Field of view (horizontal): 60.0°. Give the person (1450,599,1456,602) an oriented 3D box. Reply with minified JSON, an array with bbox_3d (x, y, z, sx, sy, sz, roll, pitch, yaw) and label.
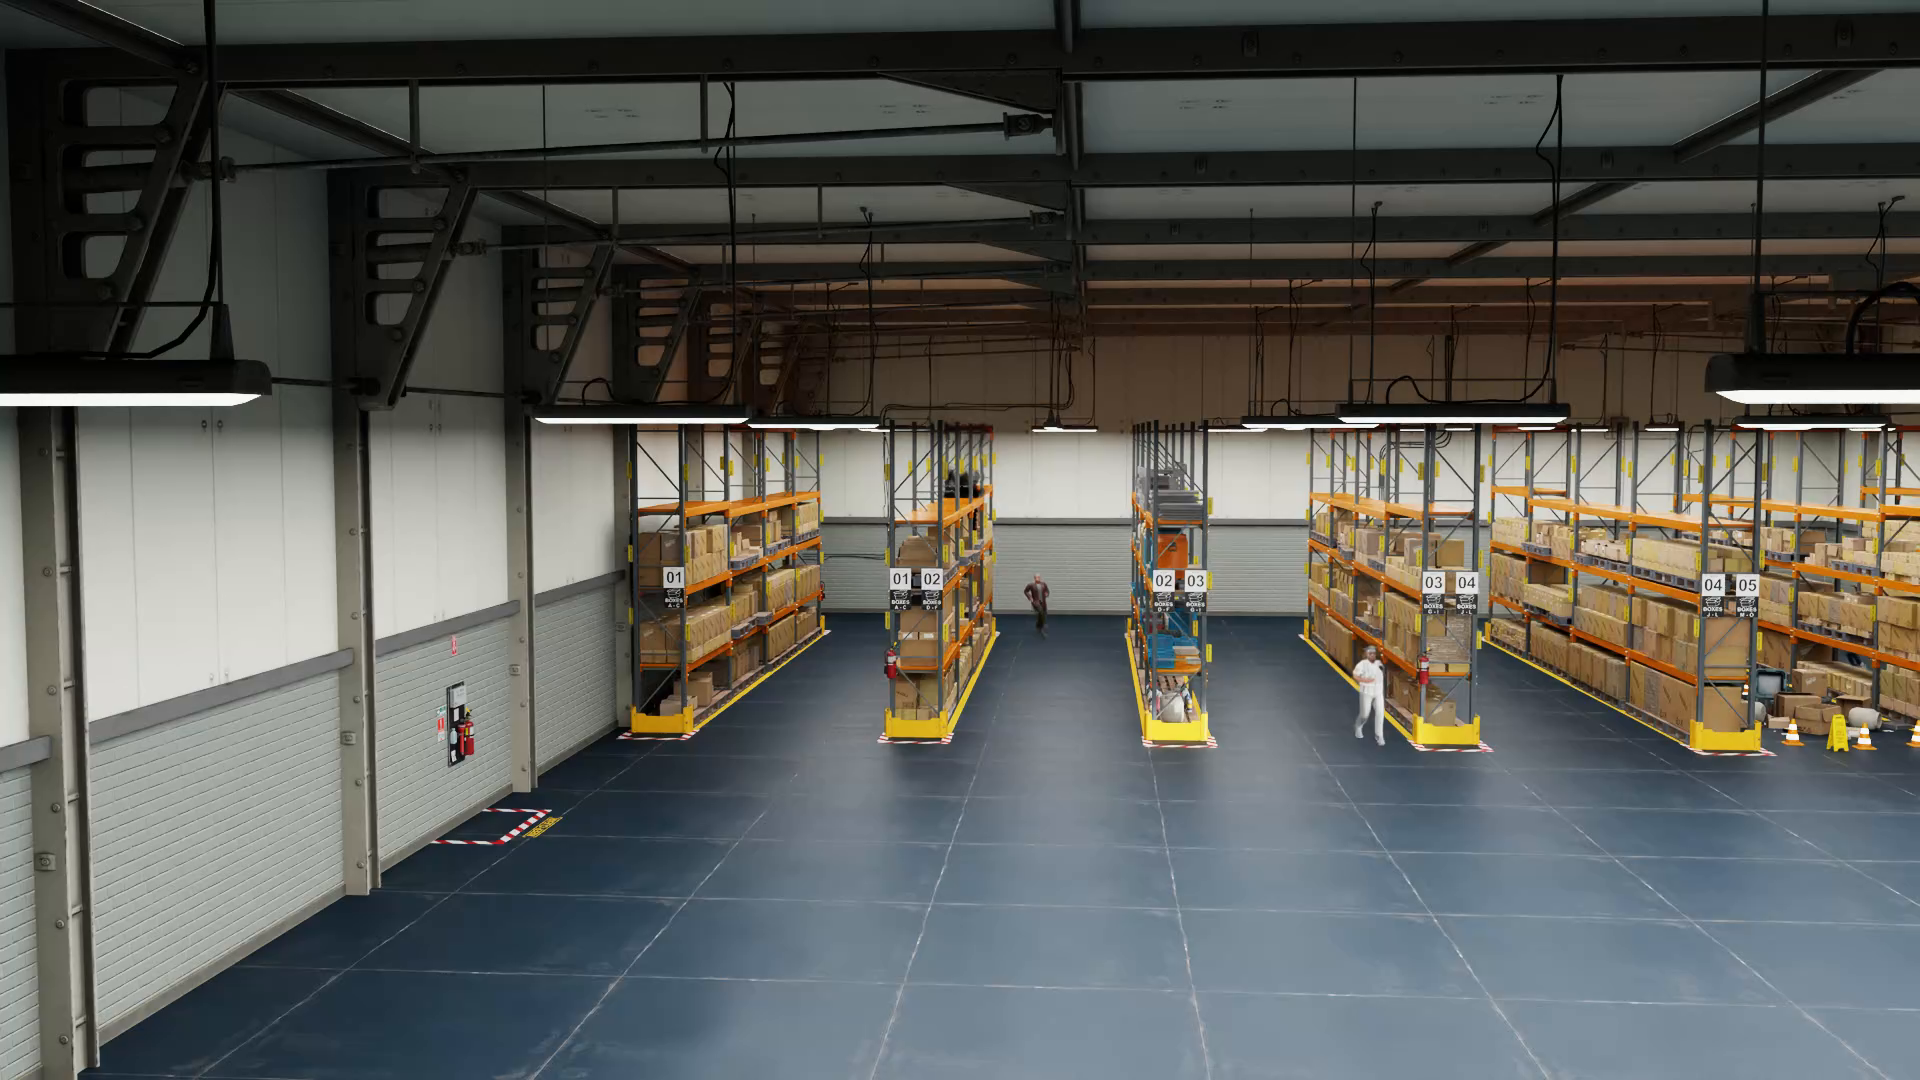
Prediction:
[{"bbox_3d":[13.410,2.037,45.645,0.672,1.609,0.554,1,4,13],"label":"person"}]

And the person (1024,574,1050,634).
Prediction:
[{"bbox_3d":[2.207,1.826,47.198,0.715,1.748,0.984,-1,4,-22],"label":"person"}]

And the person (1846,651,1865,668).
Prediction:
[{"bbox_3d":[21.336,2.442,39.638,0.546,1.562,0.465,0,4,-3],"label":"person"}]

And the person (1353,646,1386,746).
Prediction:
[{"bbox_3d":[7.638,2.874,31.012,0.651,1.826,0.848,-1,4,-8],"label":"person"}]
